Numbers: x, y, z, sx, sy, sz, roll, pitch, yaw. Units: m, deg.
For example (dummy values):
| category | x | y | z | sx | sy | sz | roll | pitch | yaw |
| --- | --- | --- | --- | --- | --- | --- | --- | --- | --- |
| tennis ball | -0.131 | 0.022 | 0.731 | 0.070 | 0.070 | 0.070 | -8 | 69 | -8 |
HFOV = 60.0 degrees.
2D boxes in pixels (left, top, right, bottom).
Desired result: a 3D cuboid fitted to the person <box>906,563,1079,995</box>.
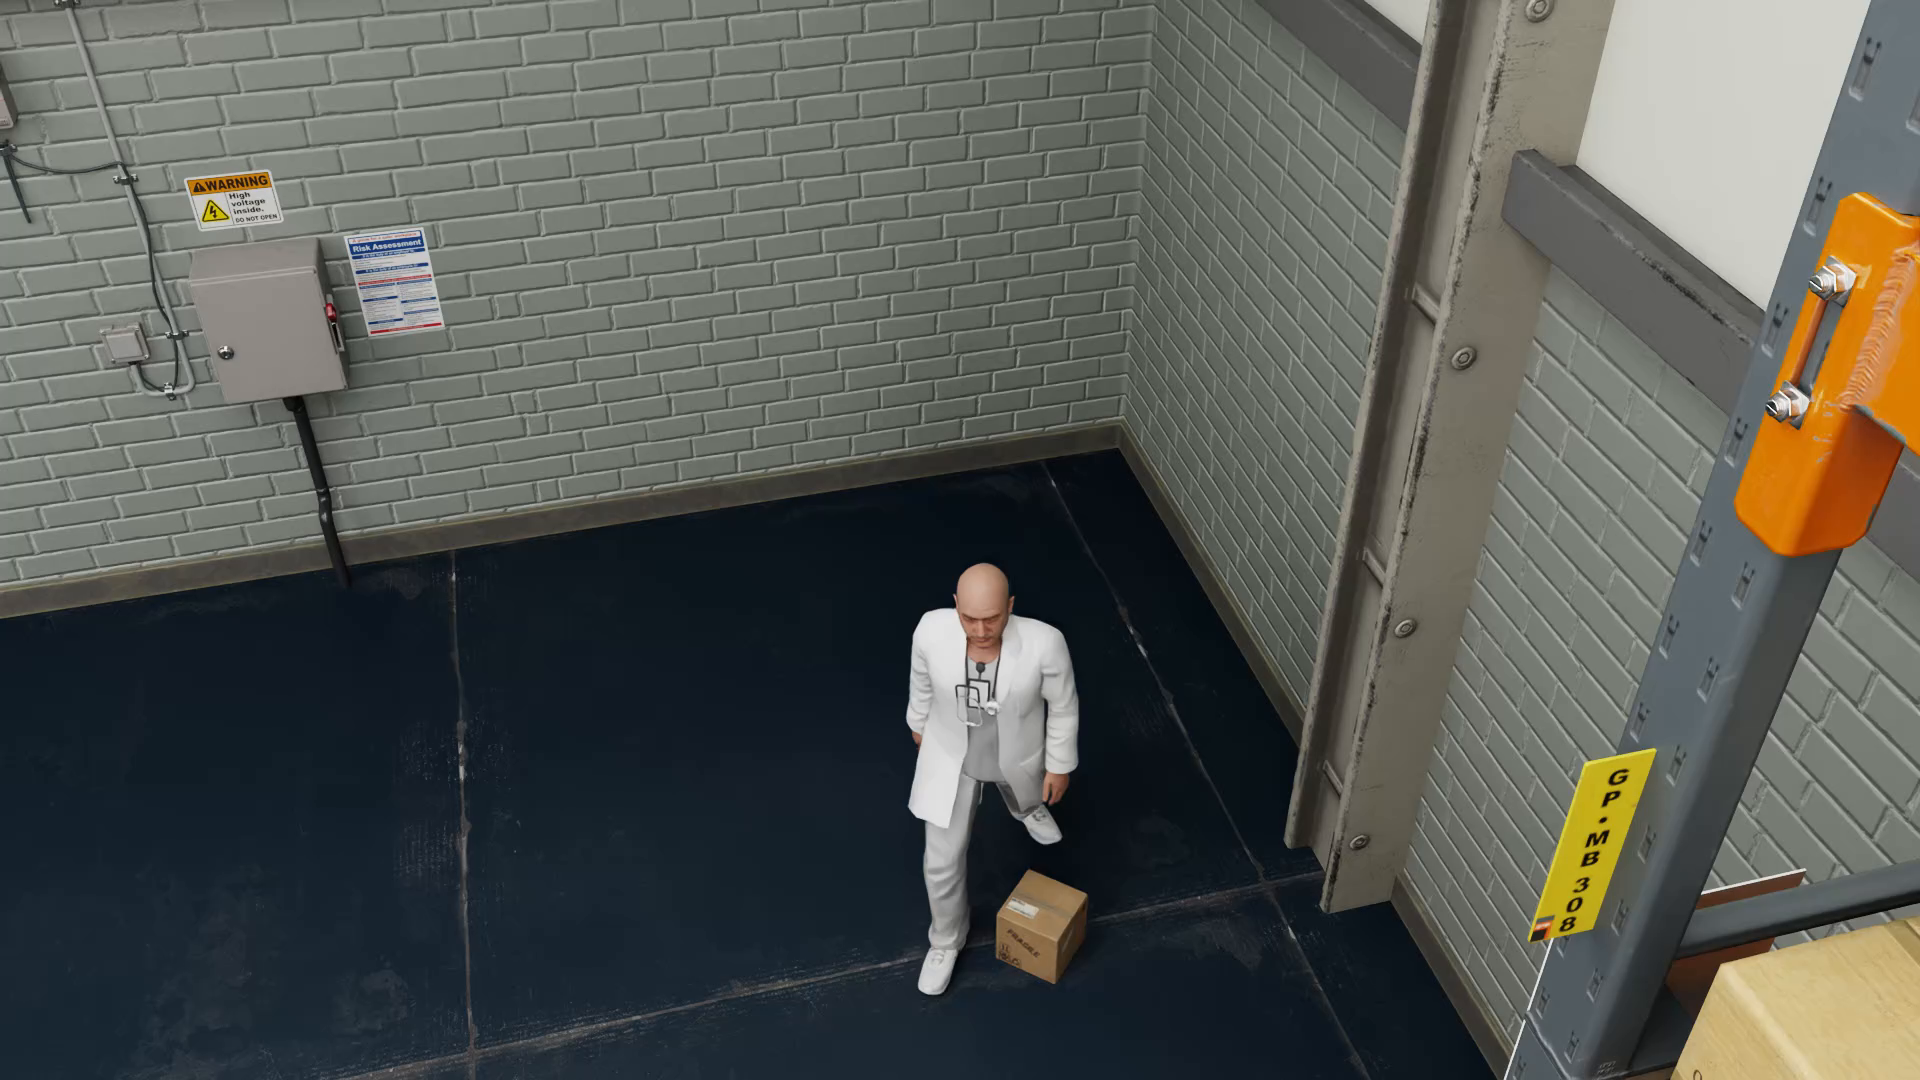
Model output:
| category | x | y | z | sx | sy | sz | roll | pitch | yaw |
| --- | --- | --- | --- | --- | --- | --- | --- | --- | --- |
| person | 0.111 | 0.690 | 5.856 | 0.623 | 1.714 | 1.055 | 4 | 38 | 5 |
